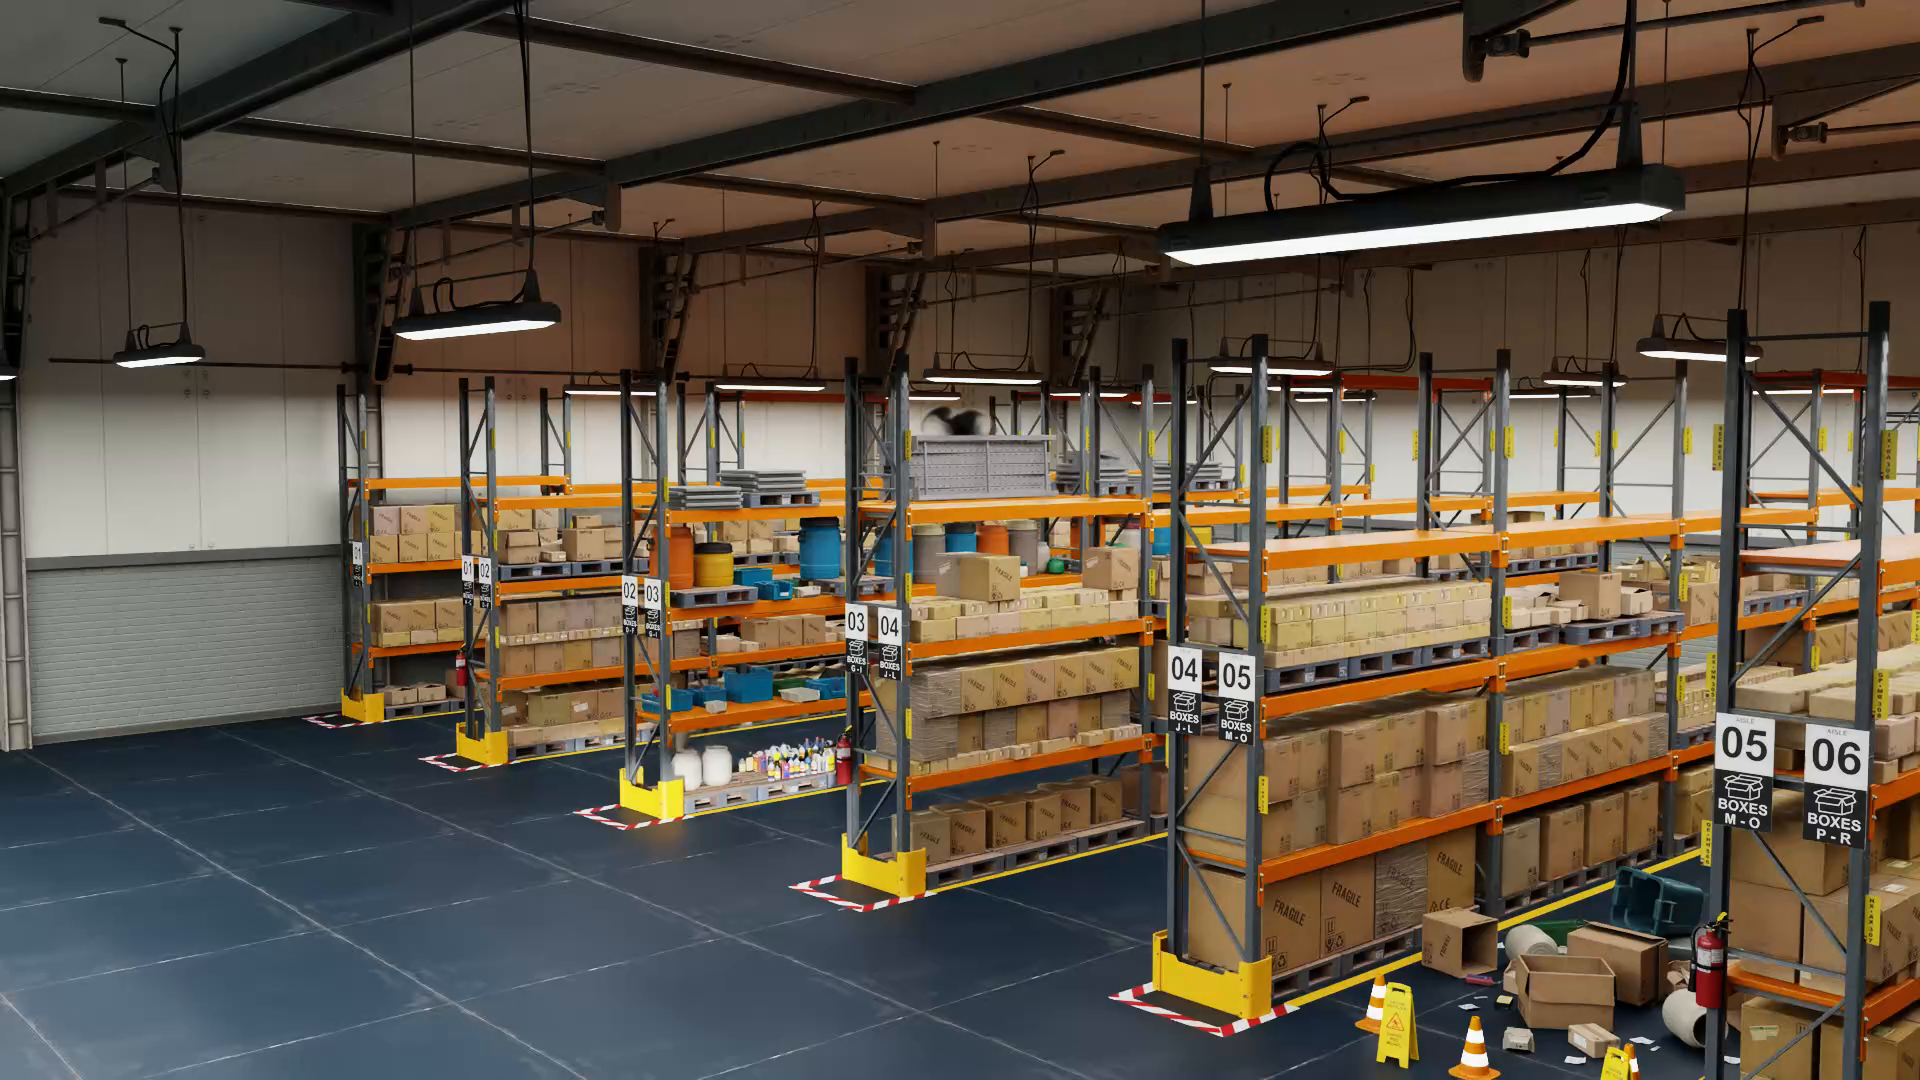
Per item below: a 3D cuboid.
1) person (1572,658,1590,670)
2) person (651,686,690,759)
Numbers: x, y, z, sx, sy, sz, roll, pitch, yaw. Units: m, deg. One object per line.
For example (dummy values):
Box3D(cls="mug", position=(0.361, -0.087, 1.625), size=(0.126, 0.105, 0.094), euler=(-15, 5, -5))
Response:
Box3D(cls="person", position=(9.730, 2.605, 25.996), size=(0.680, 1.732, 0.701), euler=(-4, 5, -44))
Box3D(cls="person", position=(-4.298, 2.779, 24.577), size=(0.695, 1.547, 0.875), euler=(1, 4, 21))
